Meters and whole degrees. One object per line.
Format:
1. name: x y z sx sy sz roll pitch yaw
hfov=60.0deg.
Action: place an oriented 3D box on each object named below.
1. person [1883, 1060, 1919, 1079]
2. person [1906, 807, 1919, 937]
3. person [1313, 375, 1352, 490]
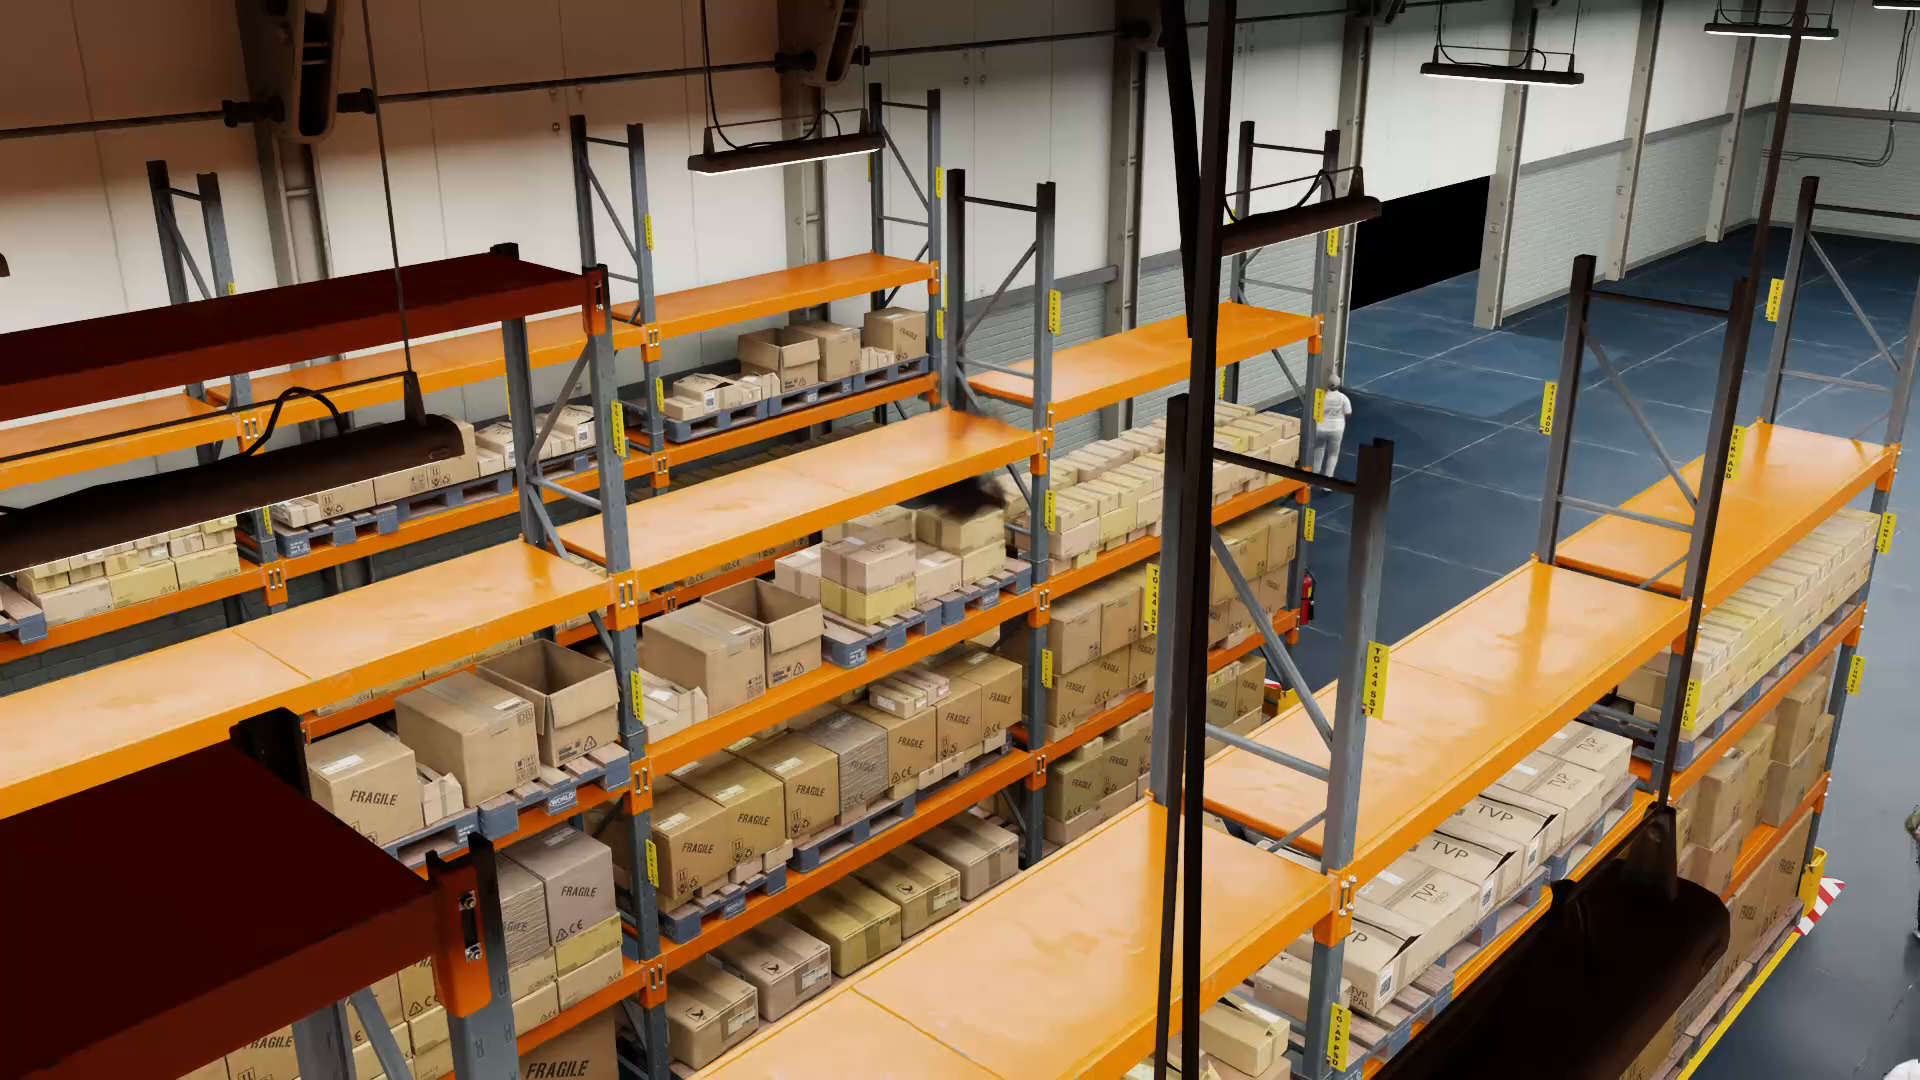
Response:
1. person: 5.874 3.704 10.076 0.709 1.730 0.590 13 25 31
2. person: 7.836 2.572 13.295 0.576 1.569 0.543 9 23 21
3. person: 5.245 -1.522 23.694 0.596 1.727 0.705 8 23 20
